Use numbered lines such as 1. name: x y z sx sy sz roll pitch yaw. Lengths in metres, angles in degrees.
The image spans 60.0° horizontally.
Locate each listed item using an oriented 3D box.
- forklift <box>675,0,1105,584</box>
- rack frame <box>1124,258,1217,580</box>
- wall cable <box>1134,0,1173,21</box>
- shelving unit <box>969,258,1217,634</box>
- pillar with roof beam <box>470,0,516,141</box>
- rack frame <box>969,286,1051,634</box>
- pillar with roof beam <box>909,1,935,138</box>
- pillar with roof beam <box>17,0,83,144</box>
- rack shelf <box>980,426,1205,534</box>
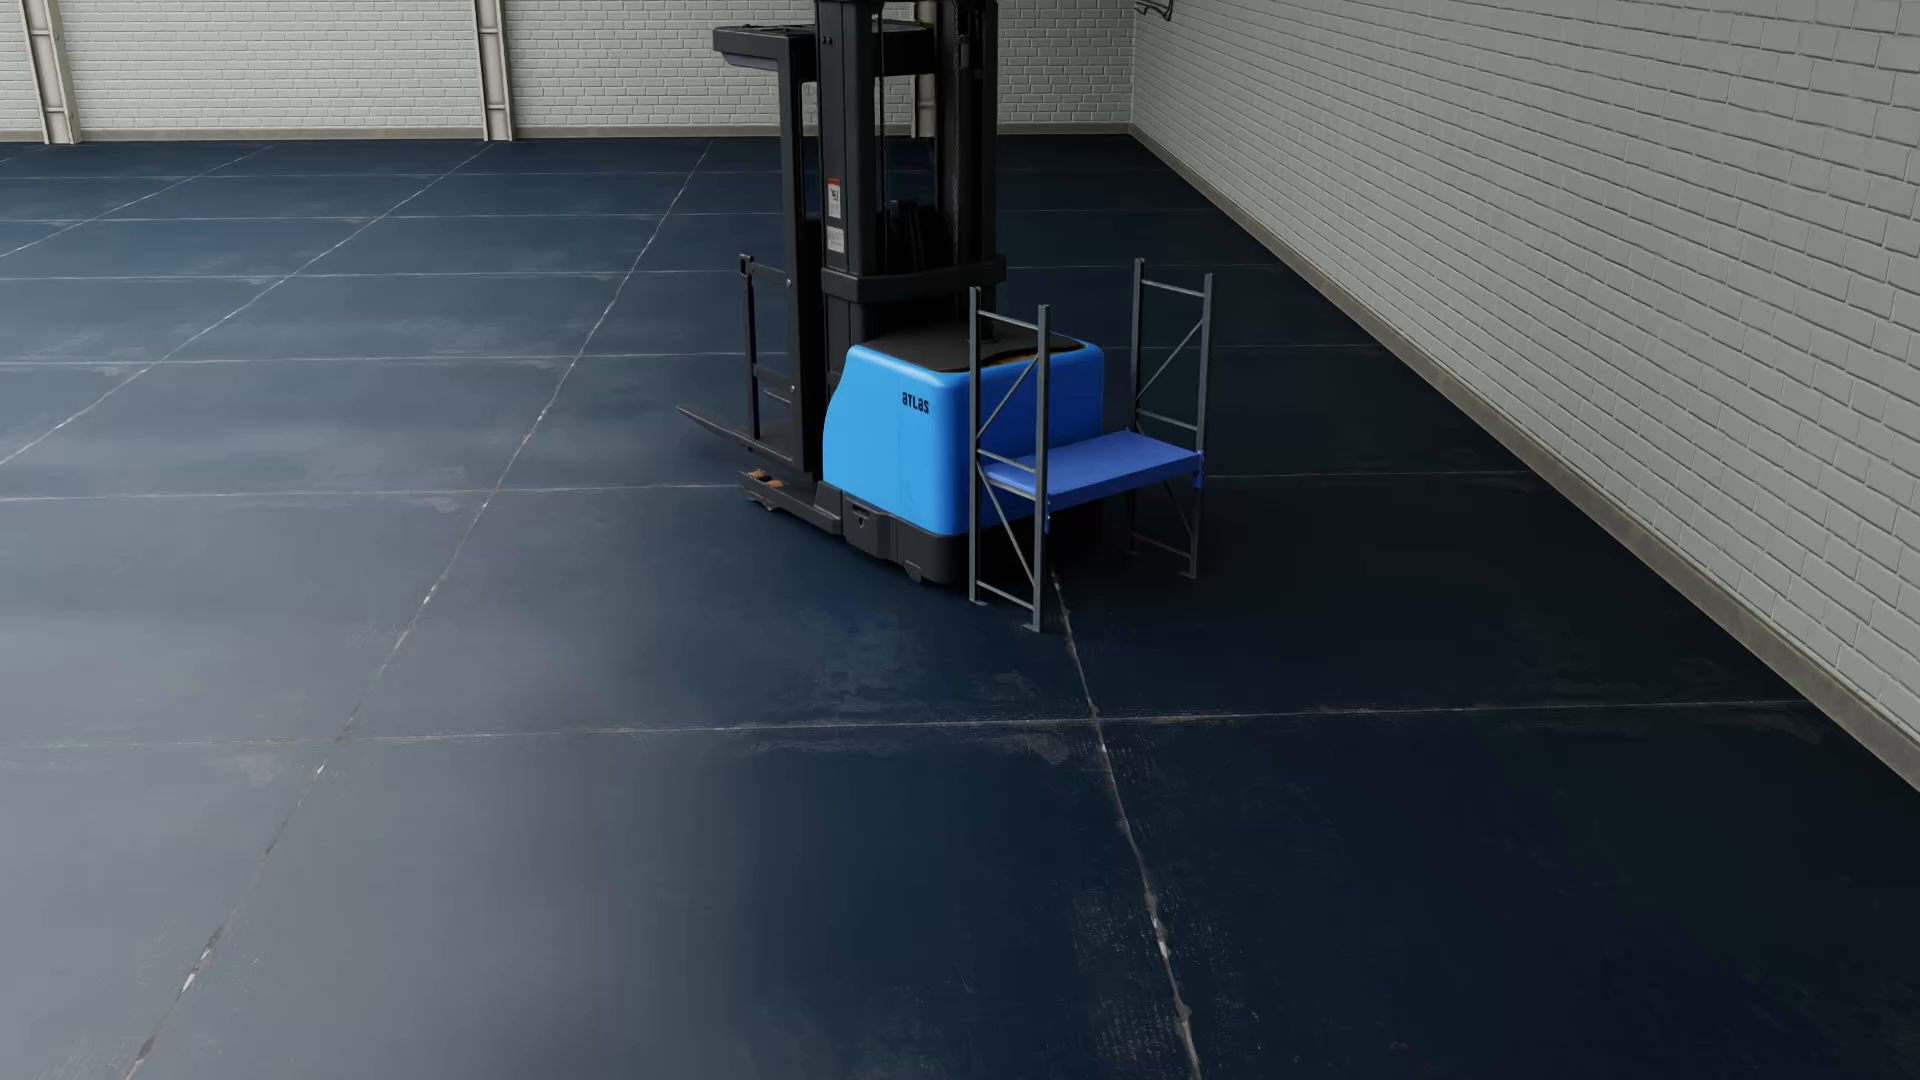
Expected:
1. forklift: -0.565 -1.622 8.761 1.130 2.935 3.031 -15 25 -34
2. rack frame: 1.003 -0.577 8.029 0.032 1.500 0.500 -16 26 -36
3. wall cable: 2.517 -8.127 21.684 0.112 2.526 3.097 -1 21 -3
4. shelving unit: 0.608 -0.463 7.730 1.048 1.500 0.538 -16 26 -36
5. pillar with roof beam: -6.244 -8.337 17.871 0.400 9.000 9.100 -1 21 -3
6. rack frame: 0.213 -0.349 7.431 0.032 1.500 0.500 -16 26 -36
7. pillar with roof beam: -0.254 -8.459 18.191 0.400 9.000 9.100 -1 21 -3
8. pillar with roof beam: -12.234 -8.215 17.551 0.400 9.000 9.100 -1 21 -3
9. rack shelf: 0.608 -0.295 7.794 1.000 0.185 0.538 -16 26 -36
